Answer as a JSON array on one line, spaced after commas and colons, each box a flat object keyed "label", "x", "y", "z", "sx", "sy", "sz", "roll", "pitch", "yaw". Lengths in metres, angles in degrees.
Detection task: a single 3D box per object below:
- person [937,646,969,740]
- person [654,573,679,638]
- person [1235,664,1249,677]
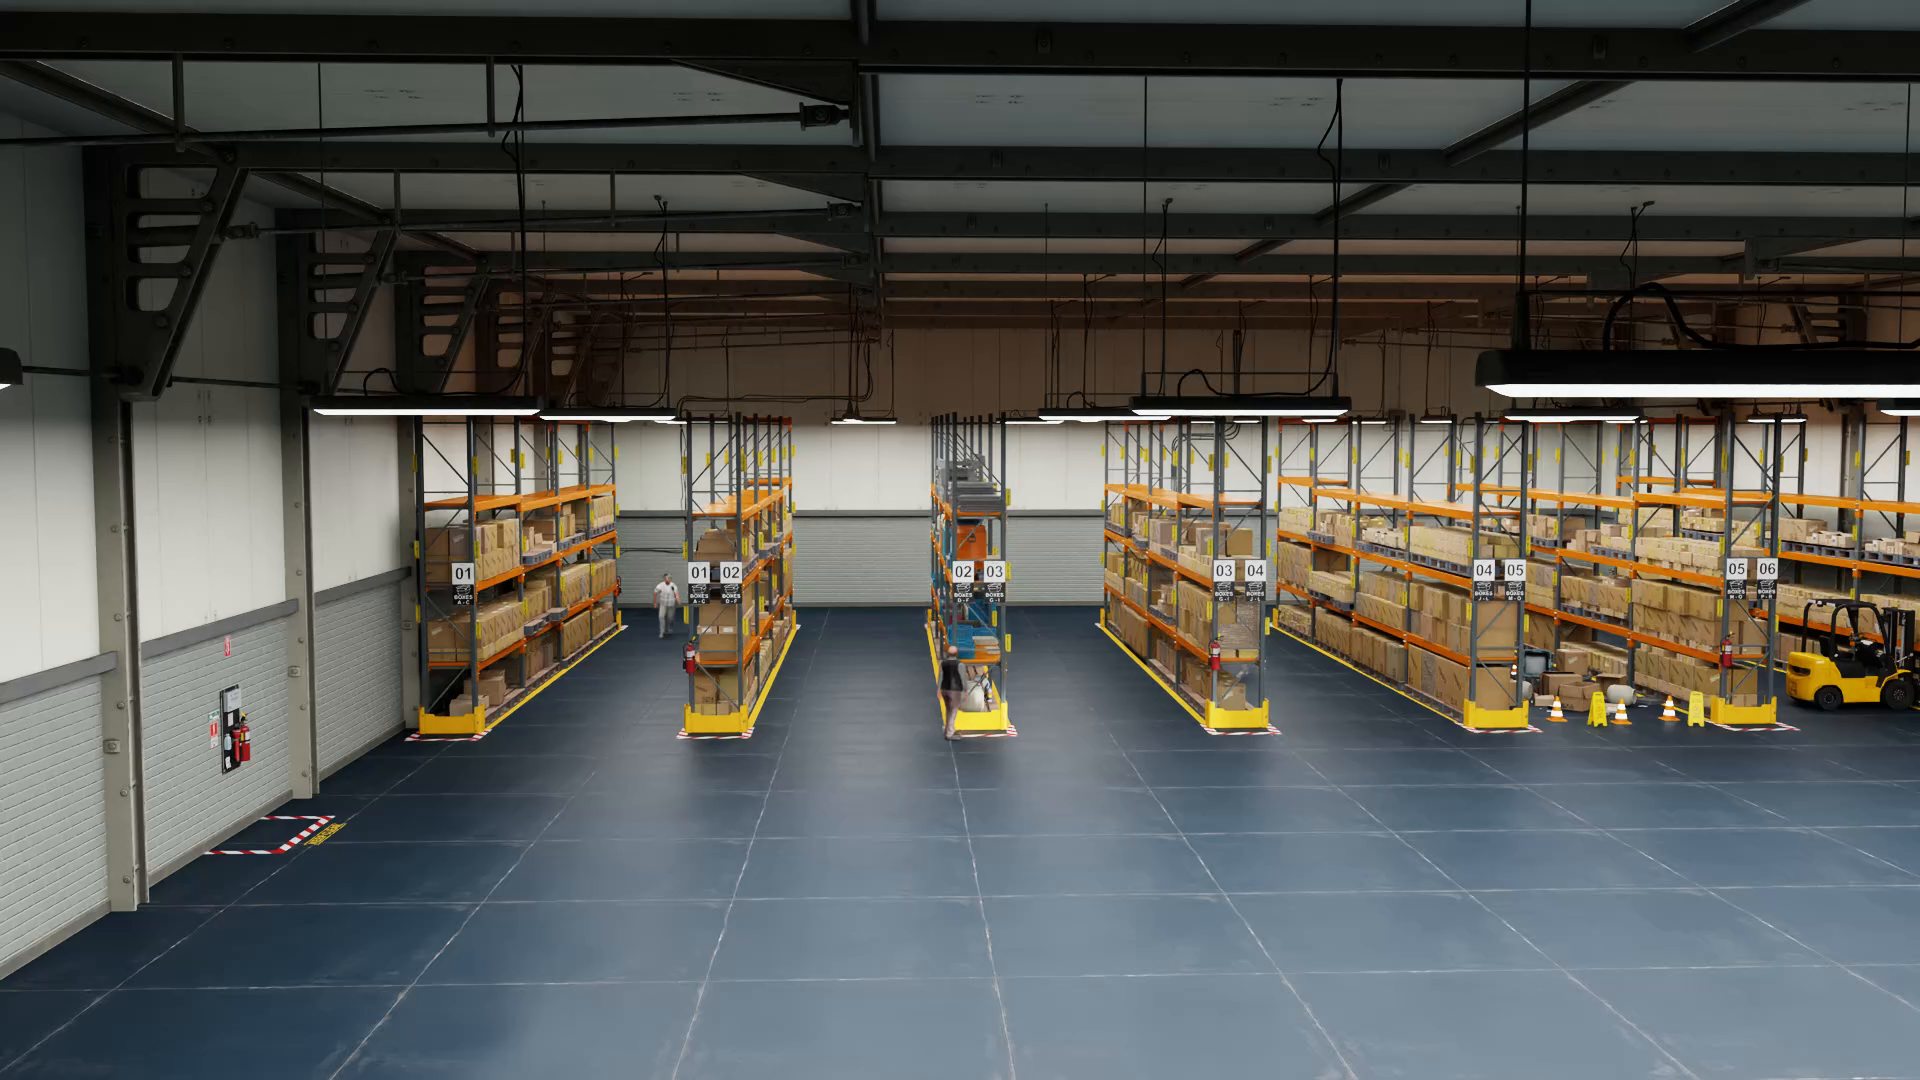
[{"label": "person", "x": -0.077, "y": 2.790, "z": 30.539, "sx": 0.565, "sy": 1.717, "sz": 0.576, "roll": -4, "pitch": 5, "yaw": -43}, {"label": "person", "x": -8.016, "y": 1.780, "z": 45.498, "sx": 0.732, "sy": 1.764, "sz": 0.986, "roll": 0, "pitch": 4, "yaw": -1}, {"label": "person", "x": 6.472, "y": 2.327, "z": 38.226, "sx": 0.516, "sy": 1.607, "sz": 0.441, "roll": -2, "pitch": 4, "yaw": -30}]
